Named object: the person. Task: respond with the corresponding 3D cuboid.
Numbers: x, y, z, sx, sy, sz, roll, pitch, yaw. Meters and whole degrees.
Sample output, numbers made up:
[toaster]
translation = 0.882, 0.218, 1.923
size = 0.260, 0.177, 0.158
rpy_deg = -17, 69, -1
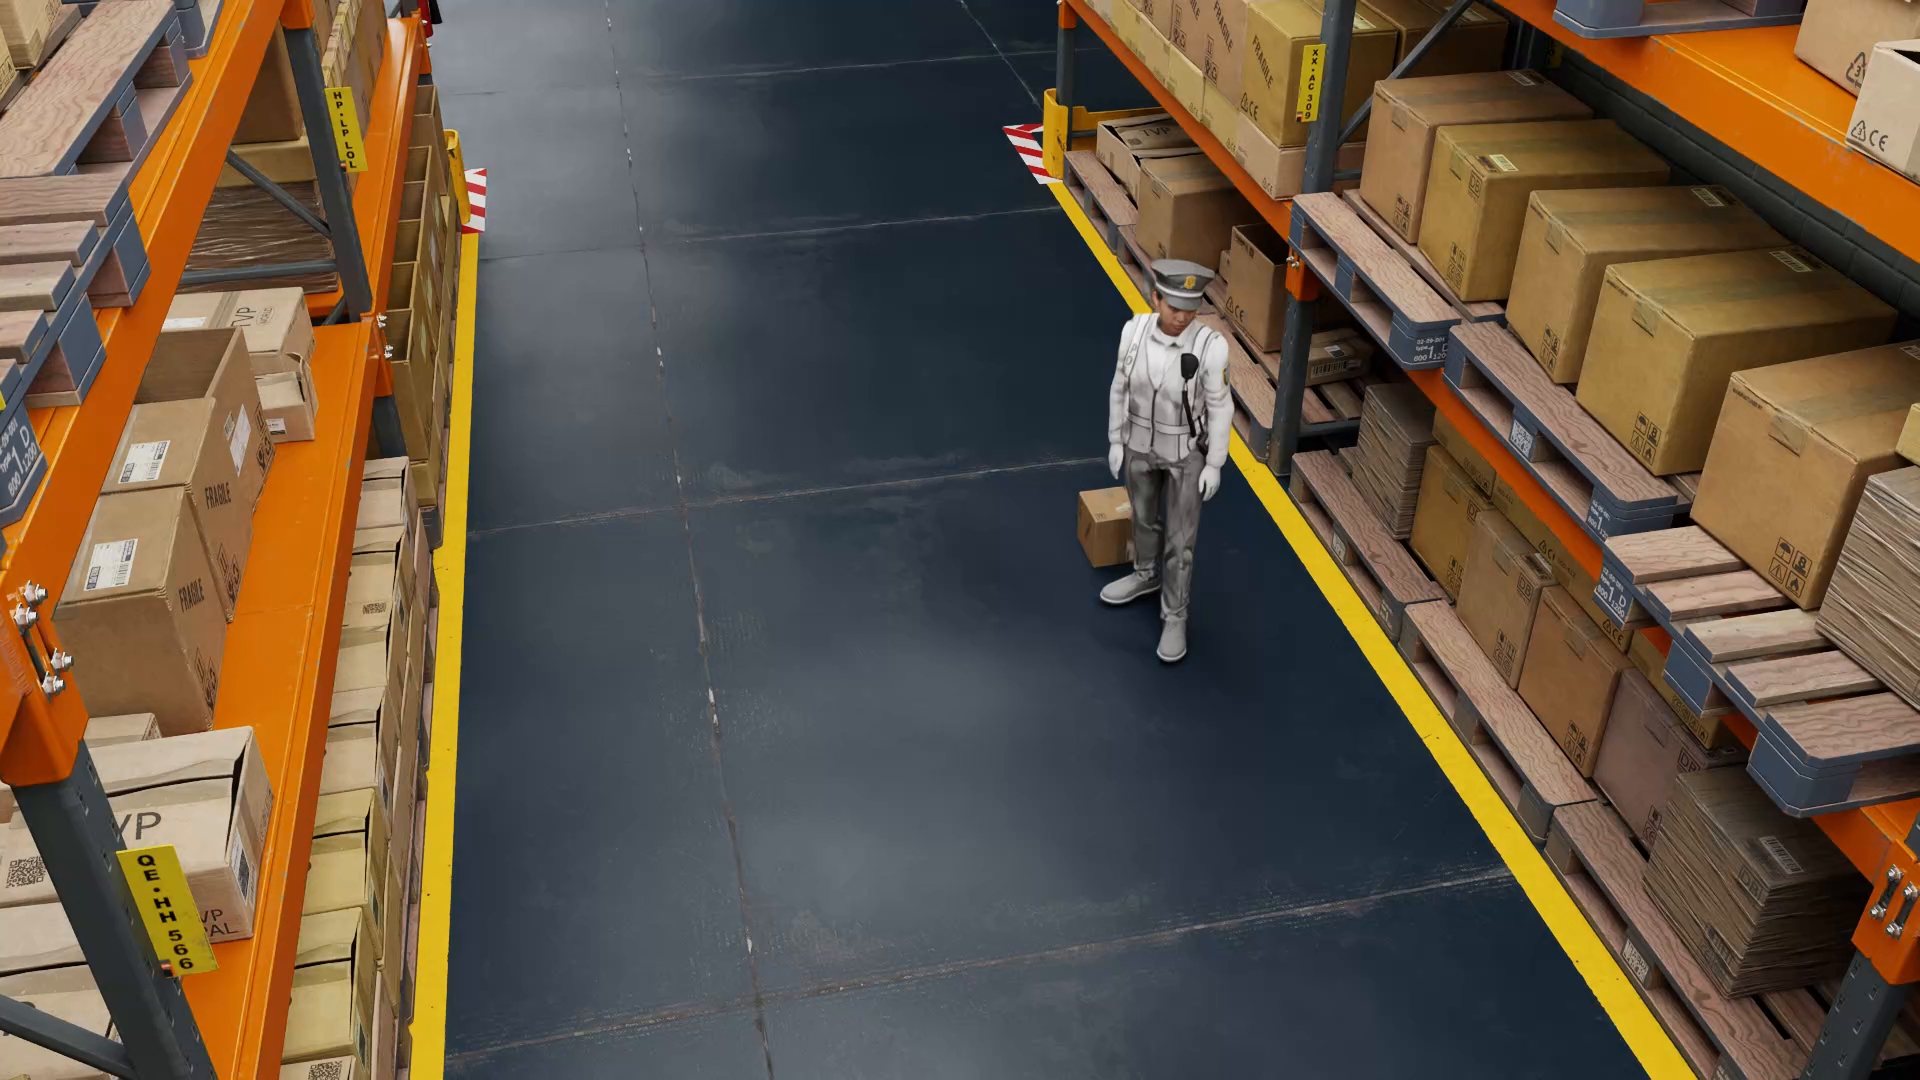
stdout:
[person]
translation = 0.810, -0.348, 6.611
size = 0.510, 1.672, 0.475
rpy_deg = 19, 39, 25
